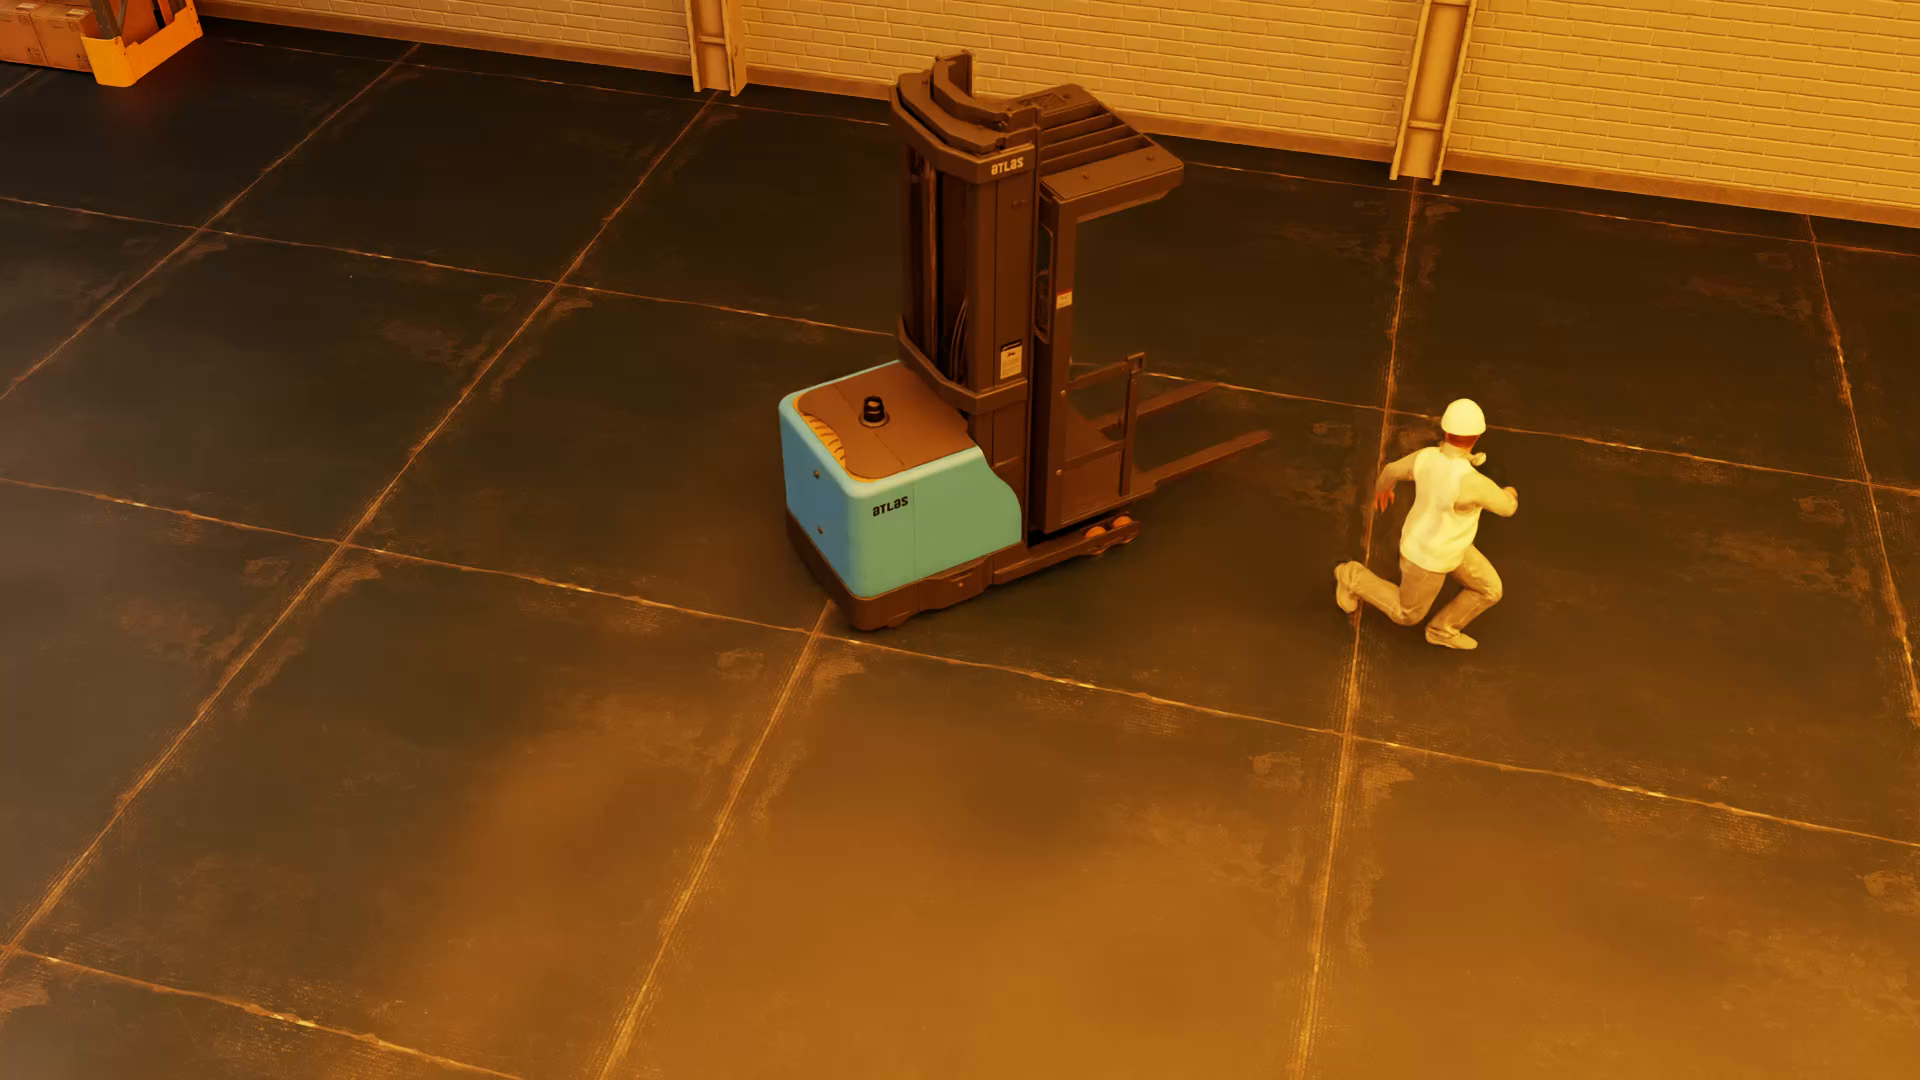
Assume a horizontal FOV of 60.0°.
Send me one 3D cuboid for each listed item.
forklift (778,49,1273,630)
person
[{"bbox_3d":[0.497,-1.301,9.346,3.031,2.935,1.130,-20,45,-22],"label":"forklift"},{"bbox_3d":[2.564,-0.087,9.059,0.907,1.546,0.650,12,43,13],"label":"person"}]
